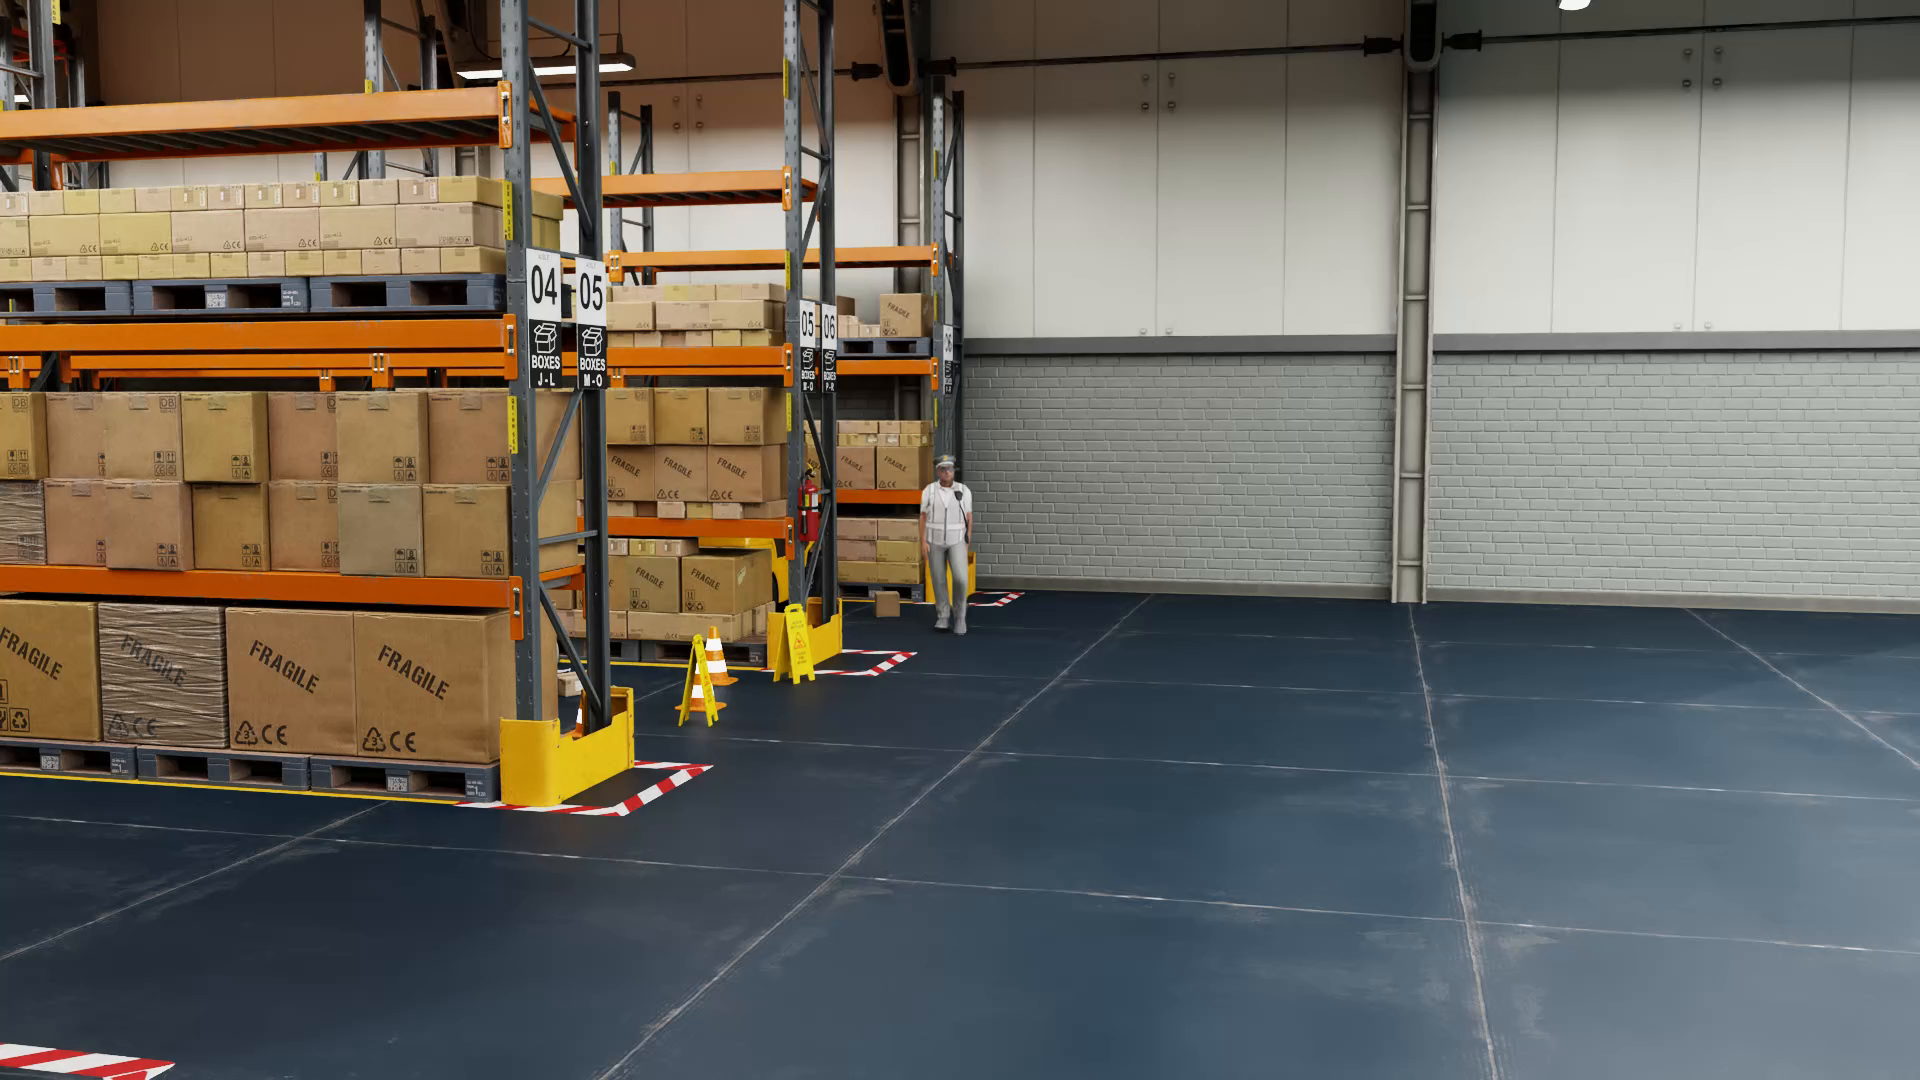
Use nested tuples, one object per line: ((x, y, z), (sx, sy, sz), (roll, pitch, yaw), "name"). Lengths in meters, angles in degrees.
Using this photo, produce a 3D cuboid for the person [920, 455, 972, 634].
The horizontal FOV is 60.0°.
((-0.144, 0.062, 16.763), (0.525, 1.831, 0.504), (0, 5, 2), "person")
